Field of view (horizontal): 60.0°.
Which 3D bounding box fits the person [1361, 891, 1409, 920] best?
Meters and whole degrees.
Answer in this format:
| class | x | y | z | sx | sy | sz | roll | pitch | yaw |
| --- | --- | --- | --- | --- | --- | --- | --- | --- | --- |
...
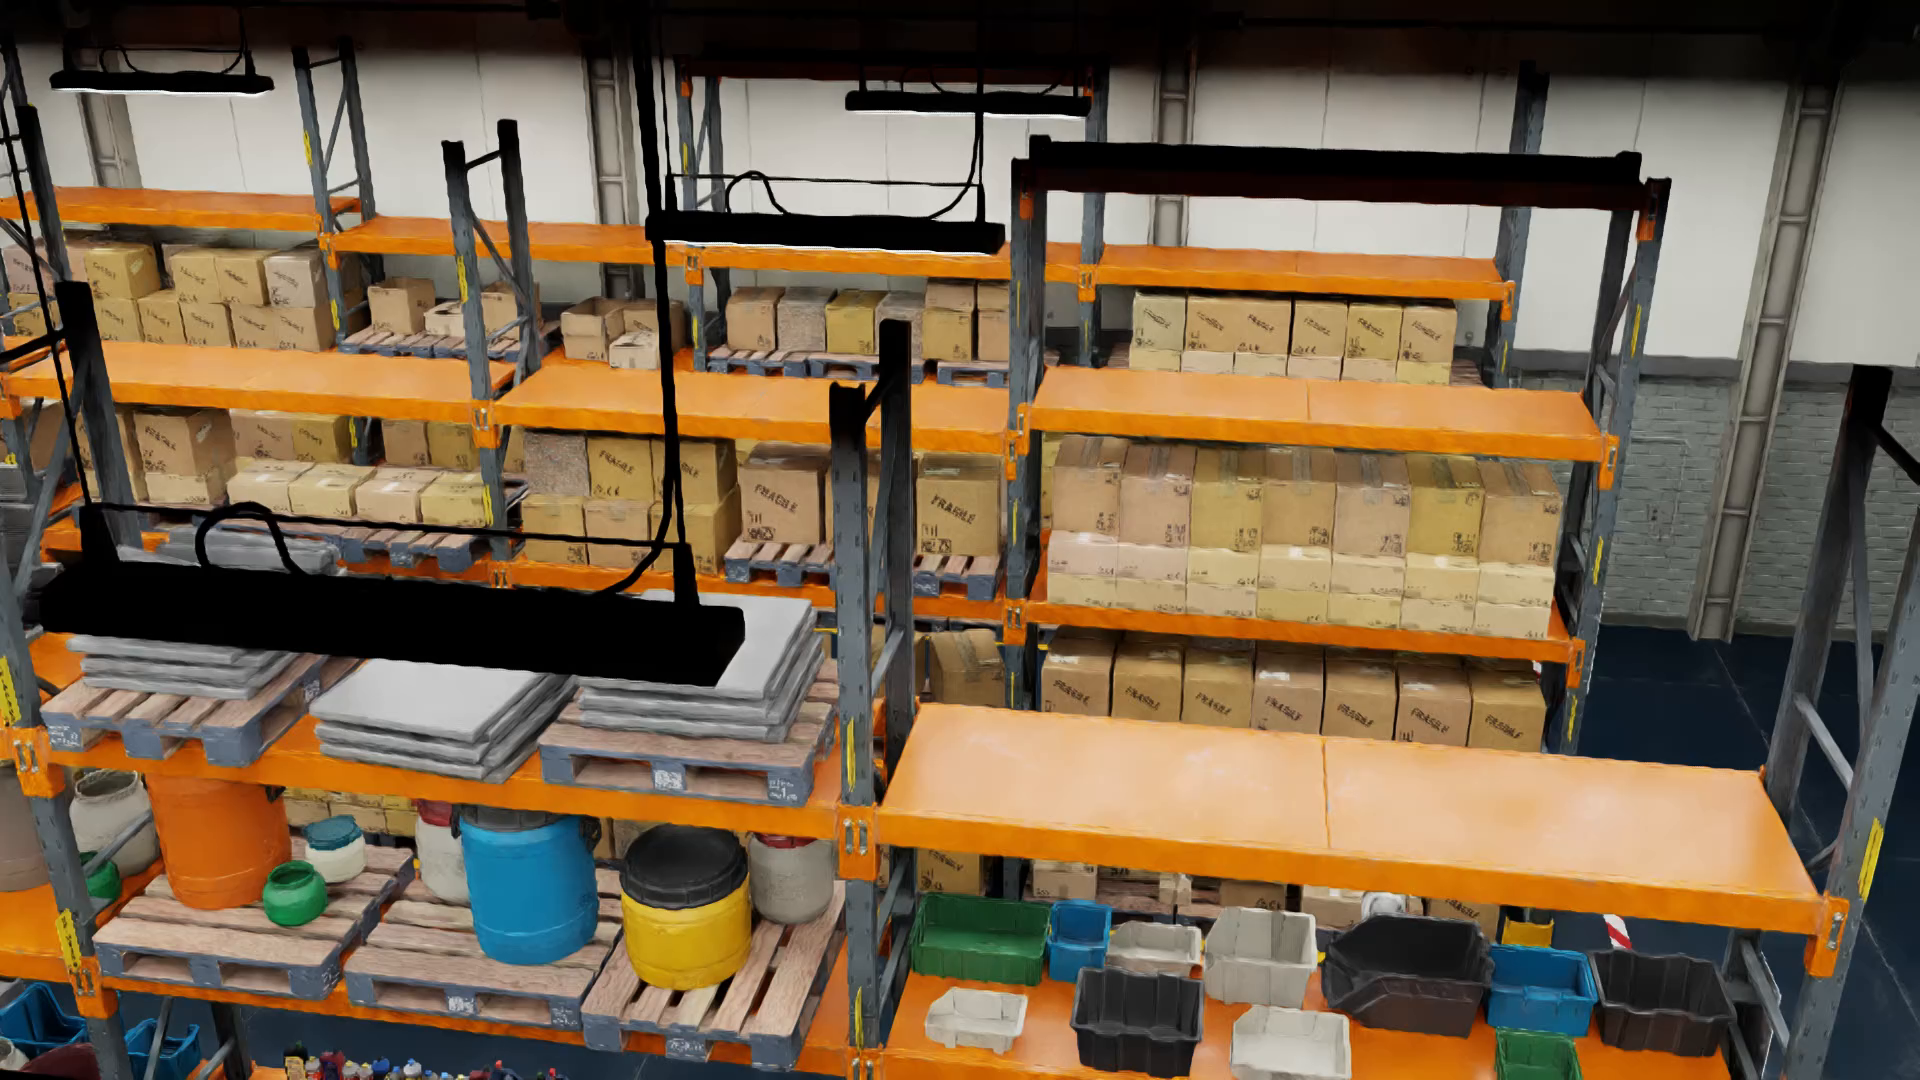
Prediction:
| class | x | y | z | sx | sy | sz | roll | pitch | yaw |
| --- | --- | --- | --- | --- | --- | --- | --- | --- | --- |
| person | 2.878 | 2.826 | 11.486 | 1.042 | 1.736 | 0.564 | 3 | 23 | 8 |
